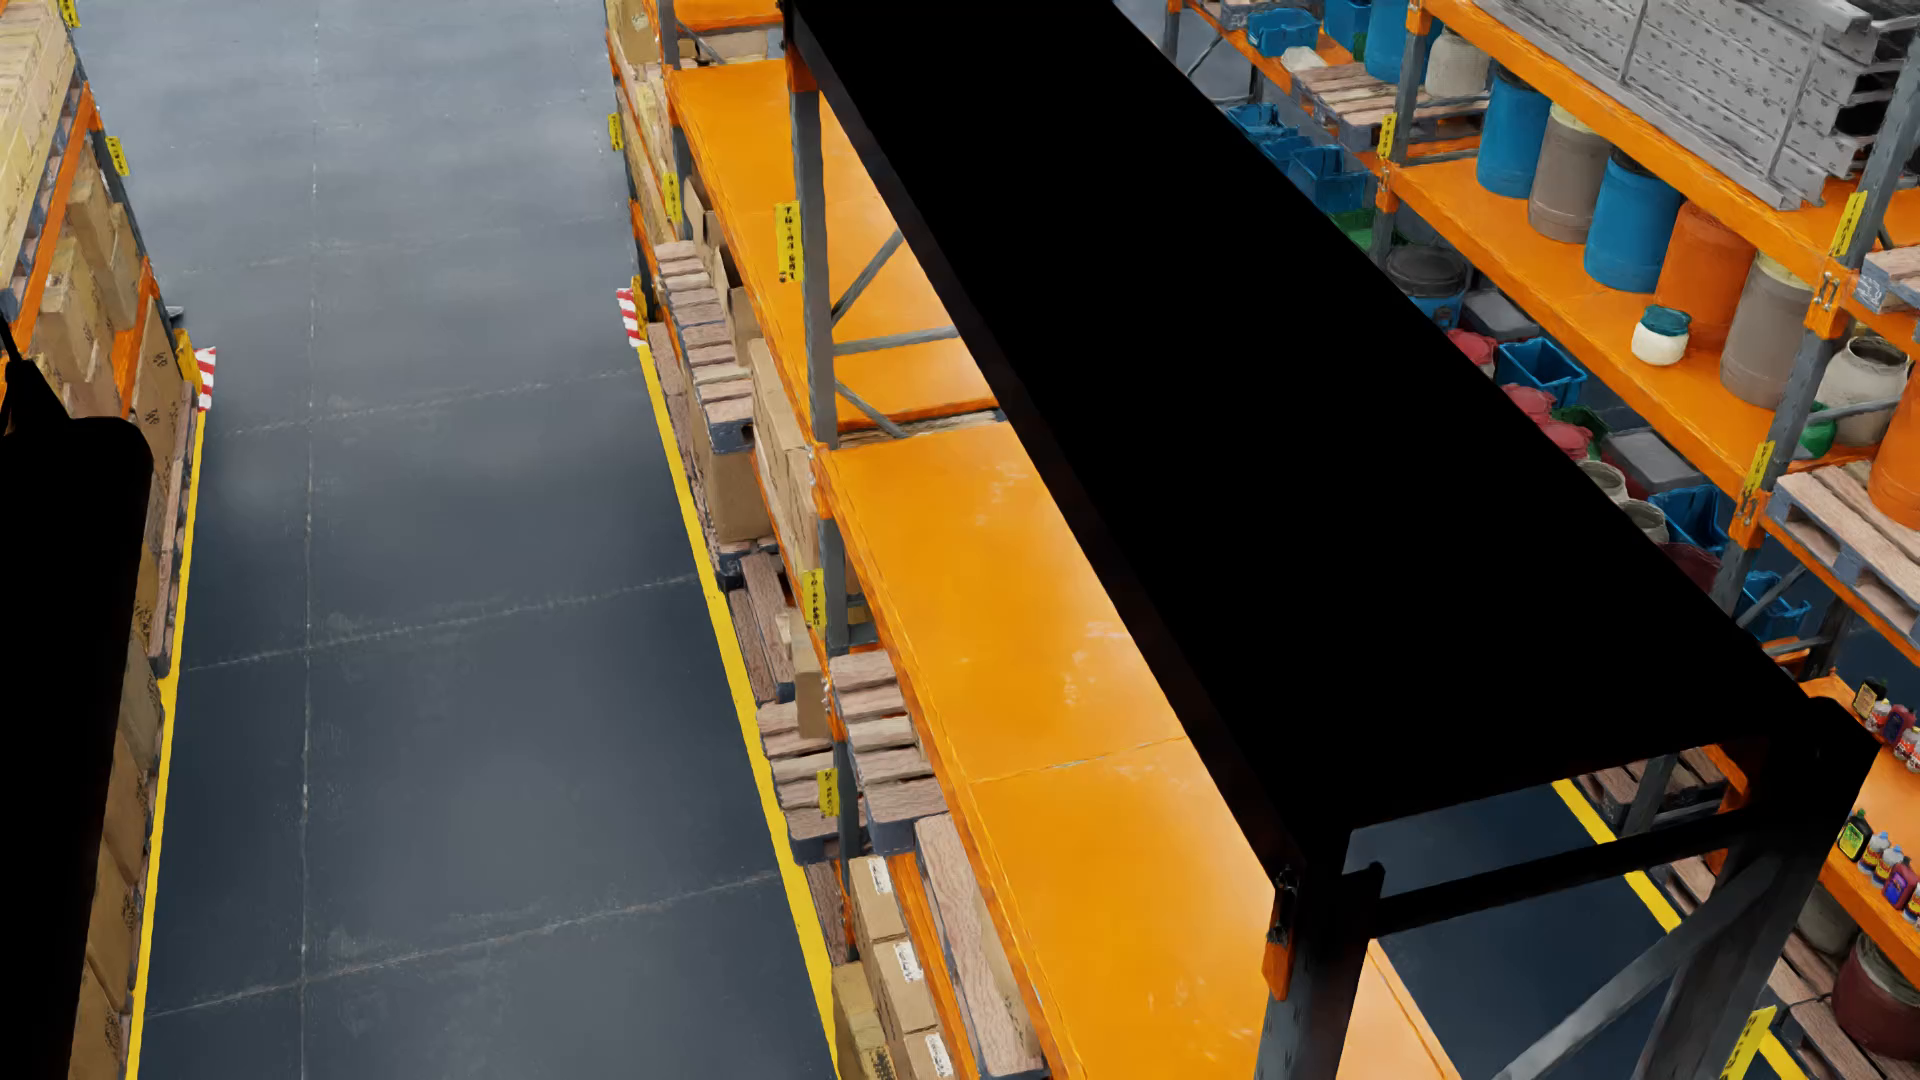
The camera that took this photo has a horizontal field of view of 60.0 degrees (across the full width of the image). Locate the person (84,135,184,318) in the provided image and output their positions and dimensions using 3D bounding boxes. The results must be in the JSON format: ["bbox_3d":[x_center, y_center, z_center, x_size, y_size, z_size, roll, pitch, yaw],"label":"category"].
[{"bbox_3d":[-7.590,-2.796,14.942,0.632,1.741,0.677,-23,44,-26],"label":"person"}]
